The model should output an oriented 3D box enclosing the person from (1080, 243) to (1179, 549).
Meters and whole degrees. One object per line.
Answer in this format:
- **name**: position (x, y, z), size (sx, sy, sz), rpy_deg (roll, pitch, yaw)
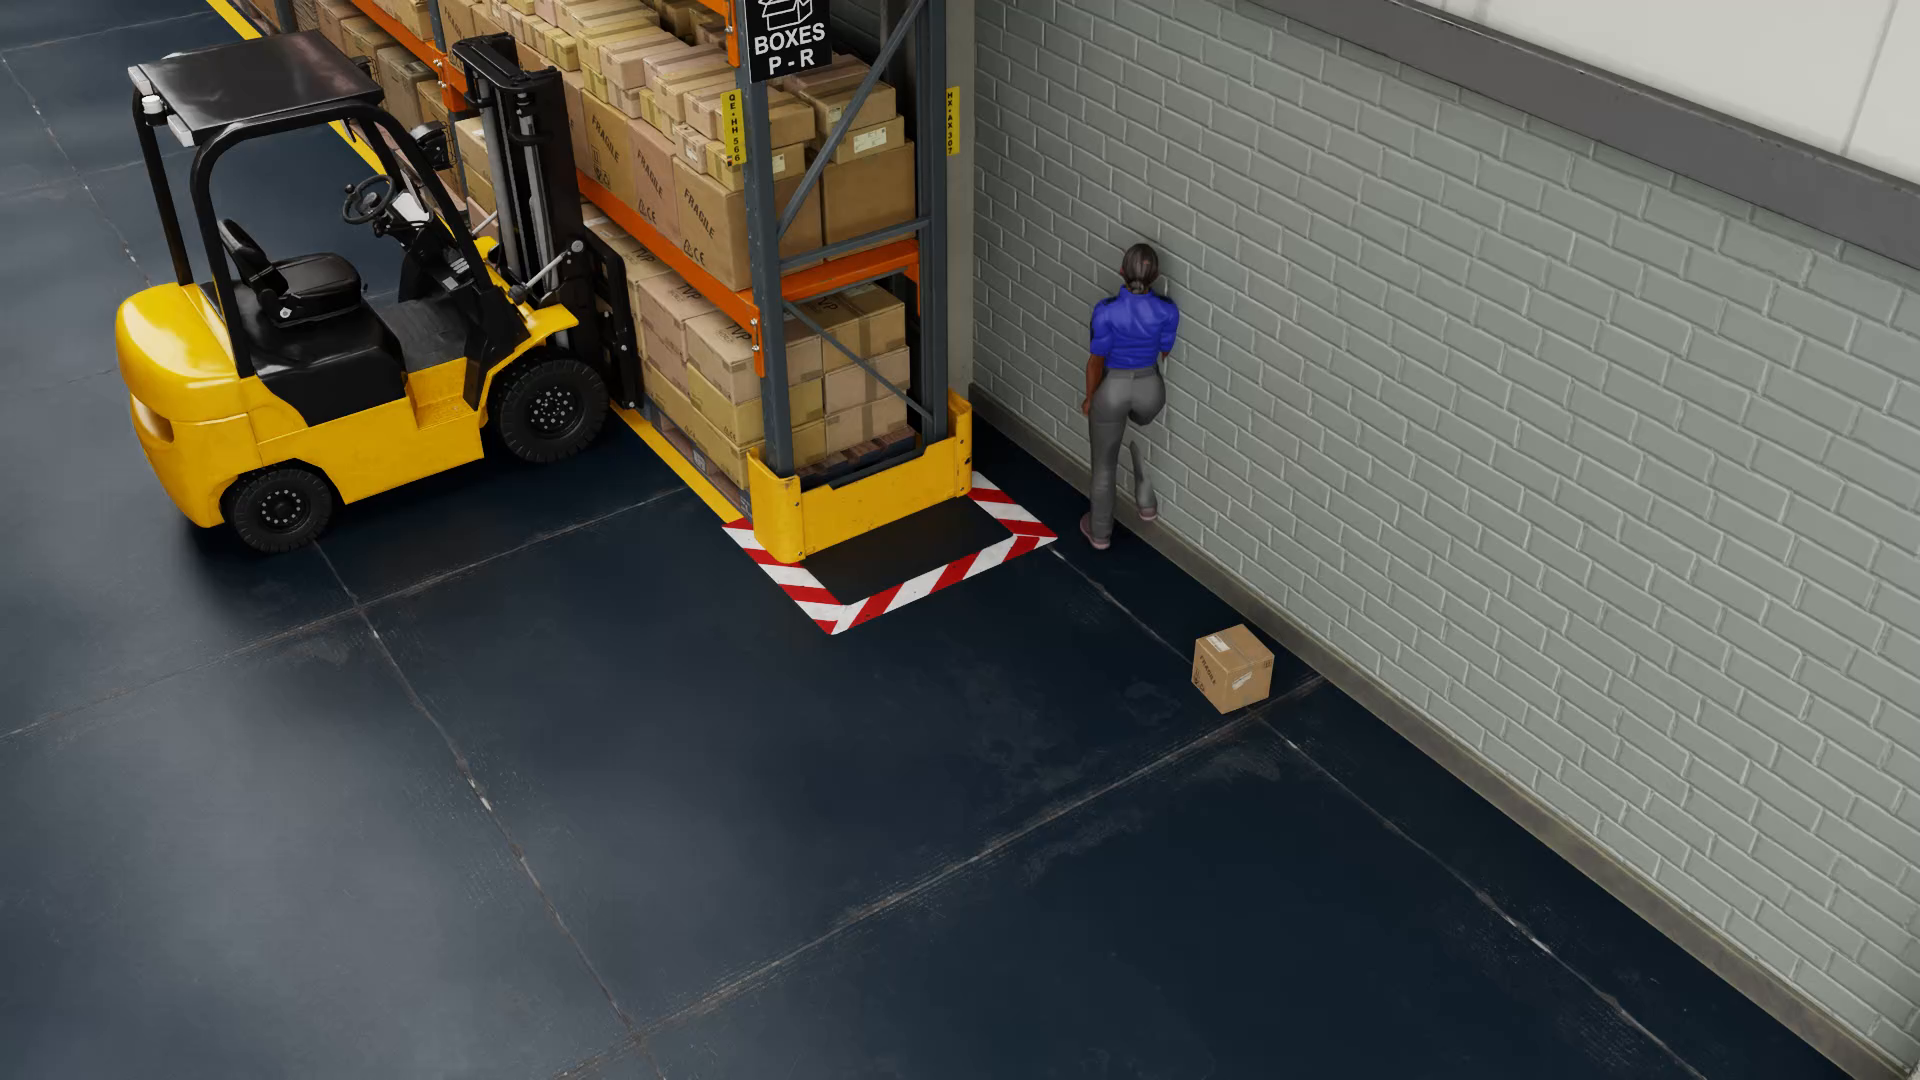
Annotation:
- **person**: position (0.797, -0.715, 7.969), size (0.440, 1.654, 0.478), rpy_deg (-4, 37, -5)
